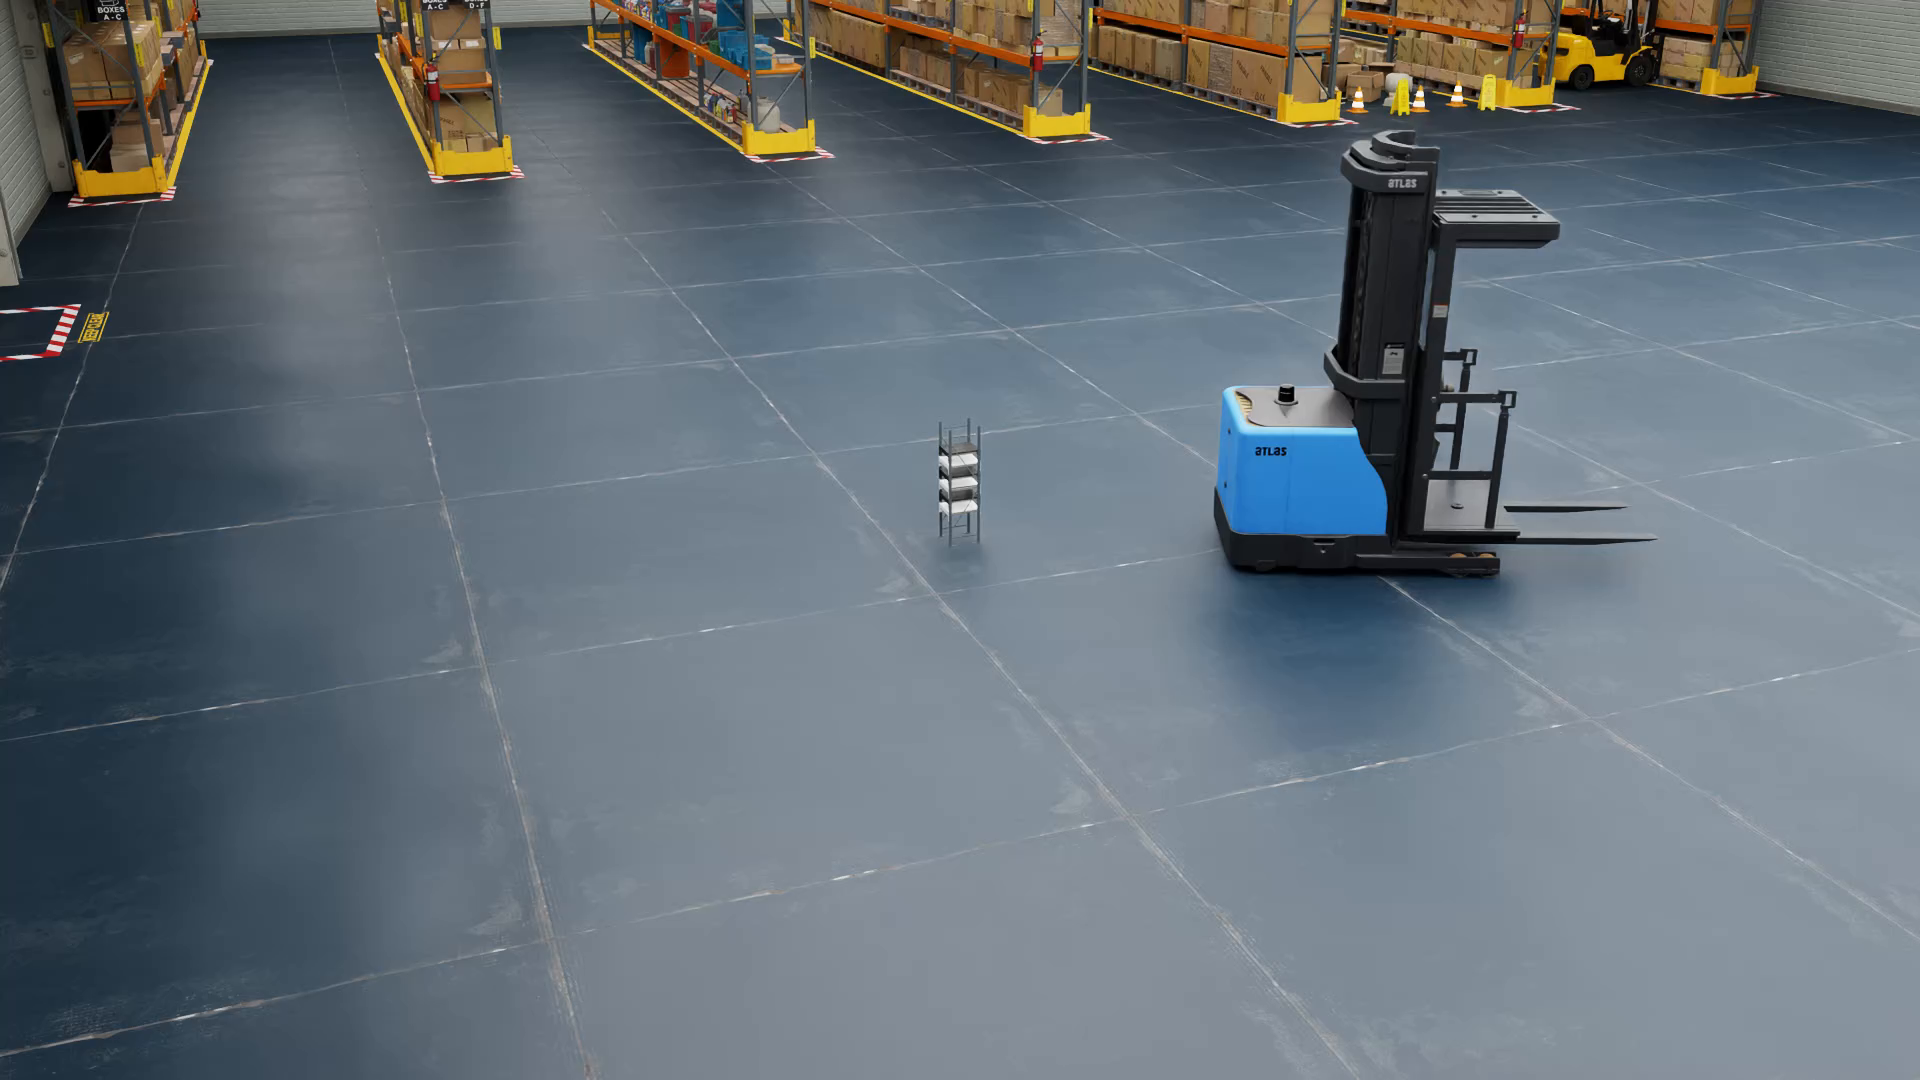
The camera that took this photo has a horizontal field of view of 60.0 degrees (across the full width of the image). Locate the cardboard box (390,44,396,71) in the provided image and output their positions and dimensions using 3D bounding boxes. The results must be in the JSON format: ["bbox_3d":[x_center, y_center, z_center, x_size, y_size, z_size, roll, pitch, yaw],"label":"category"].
[{"bbox_3d":[-11.850,-10.314,35.510,0.500,0.500,0.500,-9,25,-21],"label":"cardboard box"}]

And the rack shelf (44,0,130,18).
[{"bbox_3d":[-12.893,-8.208,24.927,1.077,0.370,4.000,-8,24,-19],"label":"rack shelf"}]

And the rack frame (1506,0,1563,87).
[{"bbox_3d":[10.987,-9.829,31.709,1.000,3.000,0.127,-8,24,-19],"label":"rack frame"}]

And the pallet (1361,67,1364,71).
[{"bbox_3d":[8.862,-10.724,37.423,1.003,0.211,1.213,-8,24,-19],"label":"pallet"}]

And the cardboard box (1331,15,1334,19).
[{"bbox_3d":[10.463,-14.610,45.729,0.500,0.500,0.500,-8,24,-18],"label":"cardboard box"}]

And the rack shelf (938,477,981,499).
[{"bbox_3d":[-0.003,-0.387,12.095,0.258,0.077,0.200,-8,24,-19],"label":"rack shelf"}]

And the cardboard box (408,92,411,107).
[{"bbox_3d":[-9.921,-8.157,30.742,0.500,0.250,0.500,-8,24,-18],"label":"cardboard box"}]

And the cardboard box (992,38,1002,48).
[{"bbox_3d":[0.794,-8.960,29.969,0.380,0.149,0.250,-8,24,-19],"label":"cardboard box"}]

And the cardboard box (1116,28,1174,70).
[{"bbox_3d":[4.008,-10.626,35.955,1.050,0.750,0.750,-8,24,-18],"label":"cardboard box"}]

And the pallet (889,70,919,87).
[{"bbox_3d":[-0.836,-9.807,35.247,1.003,0.211,1.213,-8,24,-19],"label":"pallet"}]

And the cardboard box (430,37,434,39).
[{"bbox_3d":[-7.960,-7.664,25.608,0.380,0.149,0.250,-8,24,-18],"label":"cardboard box"}]

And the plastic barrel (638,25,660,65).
[{"bbox_3d":[-6.731,-10.919,36.456,0.600,0.901,0.708,-8,24,-19],"label":"plastic barrel"}]

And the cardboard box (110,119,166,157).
[{"bbox_3d":[-12.760,-6.226,25.811,0.700,0.500,0.500,-10,25,-22],"label":"cardboard box"}]

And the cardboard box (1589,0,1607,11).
[{"bbox_3d":[14.128,-11.814,36.289,0.500,0.500,0.500,-9,24,-20],"label":"cardboard box"}]

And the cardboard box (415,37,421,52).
[{"bbox_3d":[-9.449,-8.797,29.434,0.396,0.266,0.258,-9,24,-20],"label":"cardboard box"}]

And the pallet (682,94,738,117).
[{"bbox_3d":[-4.645,-8.238,31.525,1.003,0.211,1.213,-8,24,-19],"label":"pallet"}]

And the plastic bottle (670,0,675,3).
[{"bbox_3d":[-6.137,-11.438,35.589,0.144,0.351,0.185,-8,24,-19],"label":"plastic bottle"}]

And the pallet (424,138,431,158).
[{"bbox_3d":[-8.290,-6.541,27.498,1.003,0.211,1.213,-8,24,-19],"label":"pallet"}]

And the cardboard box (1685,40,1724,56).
[{"bbox_3d":[15.174,-10.023,33.881,0.500,0.250,0.500,-8,24,-17],"label":"cardboard box"}]

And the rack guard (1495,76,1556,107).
[{"bbox_3d":[10.960,-8.705,32.260,1.175,0.500,0.348,-8,24,-19],"label":"rack guard"}]

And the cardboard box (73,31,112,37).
[{"bbox_3d":[-13.085,-7.413,25.178,0.500,0.500,0.500,-8,24,-18],"label":"cardboard box"}]

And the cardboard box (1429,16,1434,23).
[{"bbox_3d":[9.823,-10.644,33.966,0.380,0.149,0.250,-8,24,-19],"label":"cardboard box"}]

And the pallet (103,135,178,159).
[{"bbox_3d":[-13.329,-6.360,27.068,1.003,0.211,1.213,-8,24,-19],"label":"pallet"}]

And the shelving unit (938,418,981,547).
[{"bbox_3d":[-0.003,-0.418,12.082,0.258,0.900,0.210,-8,24,-19],"label":"shelving unit"}]

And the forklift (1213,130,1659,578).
[{"bbox_3d":[3.411,-1.296,11.552,3.031,2.935,1.130,0,23,1],"label":"forklift"}]

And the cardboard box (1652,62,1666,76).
[{"bbox_3d":[14.832,-9.930,34.948,0.500,0.250,0.500,-8,24,-18],"label":"cardboard box"}]

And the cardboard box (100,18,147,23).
[{"bbox_3d":[-13.747,-8.322,27.439,0.700,0.500,0.500,-8,24,-19],"label":"cardboard box"}]

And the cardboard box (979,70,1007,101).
[{"bbox_3d":[0.616,-8.607,31.486,0.500,0.500,0.500,-1,23,-2],"label":"cardboard box"}]

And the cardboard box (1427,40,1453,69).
[{"bbox_3d":[9.911,-9.922,33.962,0.500,0.500,0.500,-7,24,-16],"label":"cardboard box"}]

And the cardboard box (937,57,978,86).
[{"bbox_3d":[-0.045,-9.376,33.285,0.700,0.500,0.500,-8,24,-19],"label":"cardboard box"}]

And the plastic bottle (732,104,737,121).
[{"bbox_3d":[-3.941,-7.458,29.014,0.061,0.283,0.133,-8,24,-19],"label":"plastic bottle"}]

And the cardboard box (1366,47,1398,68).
[{"bbox_3d":[9.386,-10.455,36.037,0.950,0.372,0.625,-8,24,-18],"label":"cardboard box"}]

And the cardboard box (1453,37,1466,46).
[{"bbox_3d":[10.090,-9.967,33.235,0.380,0.149,0.250,-7,24,-17],"label":"cardboard box"}]

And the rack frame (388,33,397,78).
[{"bbox_3d":[-11.793,-11.472,35.606,1.000,3.000,0.127,-8,24,-19],"label":"rack frame"}]

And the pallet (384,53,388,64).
[{"bbox_3d":[-12.896,-11.323,38.843,1.003,0.211,1.213,-8,24,-19],"label":"pallet"}]

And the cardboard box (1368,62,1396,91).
[{"bbox_3d":[8.679,-9.556,34.275,0.500,0.500,0.500,8,24,18],"label":"cardboard box"}]

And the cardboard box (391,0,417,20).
[{"bbox_3d":[-10.707,-10.471,32.563,0.700,0.500,0.500,-18,29,-36],"label":"cardboard box"}]

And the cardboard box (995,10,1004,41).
[{"bbox_3d":[1.122,-9.209,29.726,0.875,0.500,0.500,-8,24,-19],"label":"cardboard box"}]

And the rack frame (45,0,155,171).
[{"bbox_3d":[-12.186,-6.431,23.645,1.000,3.000,0.127,-8,24,-19],"label":"rack frame"}]

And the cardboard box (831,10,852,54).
[{"bbox_3d":[-2.279,-11.814,38.613,1.225,0.875,0.875,-8,24,-19],"label":"cardboard box"}]

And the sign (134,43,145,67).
[{"bbox_3d":[-11.679,-6.904,23.654,0.100,0.325,0.005,-8,24,-19],"label":"sign"}]

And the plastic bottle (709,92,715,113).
[{"bbox_3d":[-4.434,-7.875,29.917,0.144,0.351,0.185,-8,24,-18],"label":"plastic bottle"}]

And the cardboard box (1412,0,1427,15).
[{"bbox_3d":[9.667,-11.088,34.185,0.500,0.500,0.500,-8,24,-19],"label":"cardboard box"}]

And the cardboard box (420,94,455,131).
[{"bbox_3d":[-8.388,-6.899,26.791,0.500,0.500,0.500,-8,24,-19],"label":"cardboard box"}]

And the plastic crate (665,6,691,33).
[{"bbox_3d":[-5.460,-10.097,32.262,0.402,0.464,0.583,-8,24,-19],"label":"plastic crate"}]

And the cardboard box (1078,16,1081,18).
[{"bbox_3d":[2.725,-11.989,38.544,0.500,0.250,0.500,-8,24,-18],"label":"cardboard box"}]

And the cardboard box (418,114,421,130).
[{"bbox_3d":[-8.914,-7.099,28.231,0.500,0.250,0.500,-8,24,-19],"label":"cardboard box"}]

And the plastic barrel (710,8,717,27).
[{"bbox_3d":[-4.464,-9.684,31.188,0.433,0.535,0.433,0,23,0],"label":"plastic barrel"}]

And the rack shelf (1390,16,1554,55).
[{"bbox_3d":[10.280,-10.224,33.573,1.077,0.370,4.000,-8,24,-19],"label":"rack shelf"}]

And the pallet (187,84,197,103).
[{"bbox_3d":[-15.648,-8.792,32.838,1.003,0.211,1.213,-8,24,-19],"label":"pallet"}]

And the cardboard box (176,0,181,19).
[{"bbox_3d":[-15.668,-10.482,32.721,0.500,0.500,0.500,-8,24,-19],"label":"cardboard box"}]
